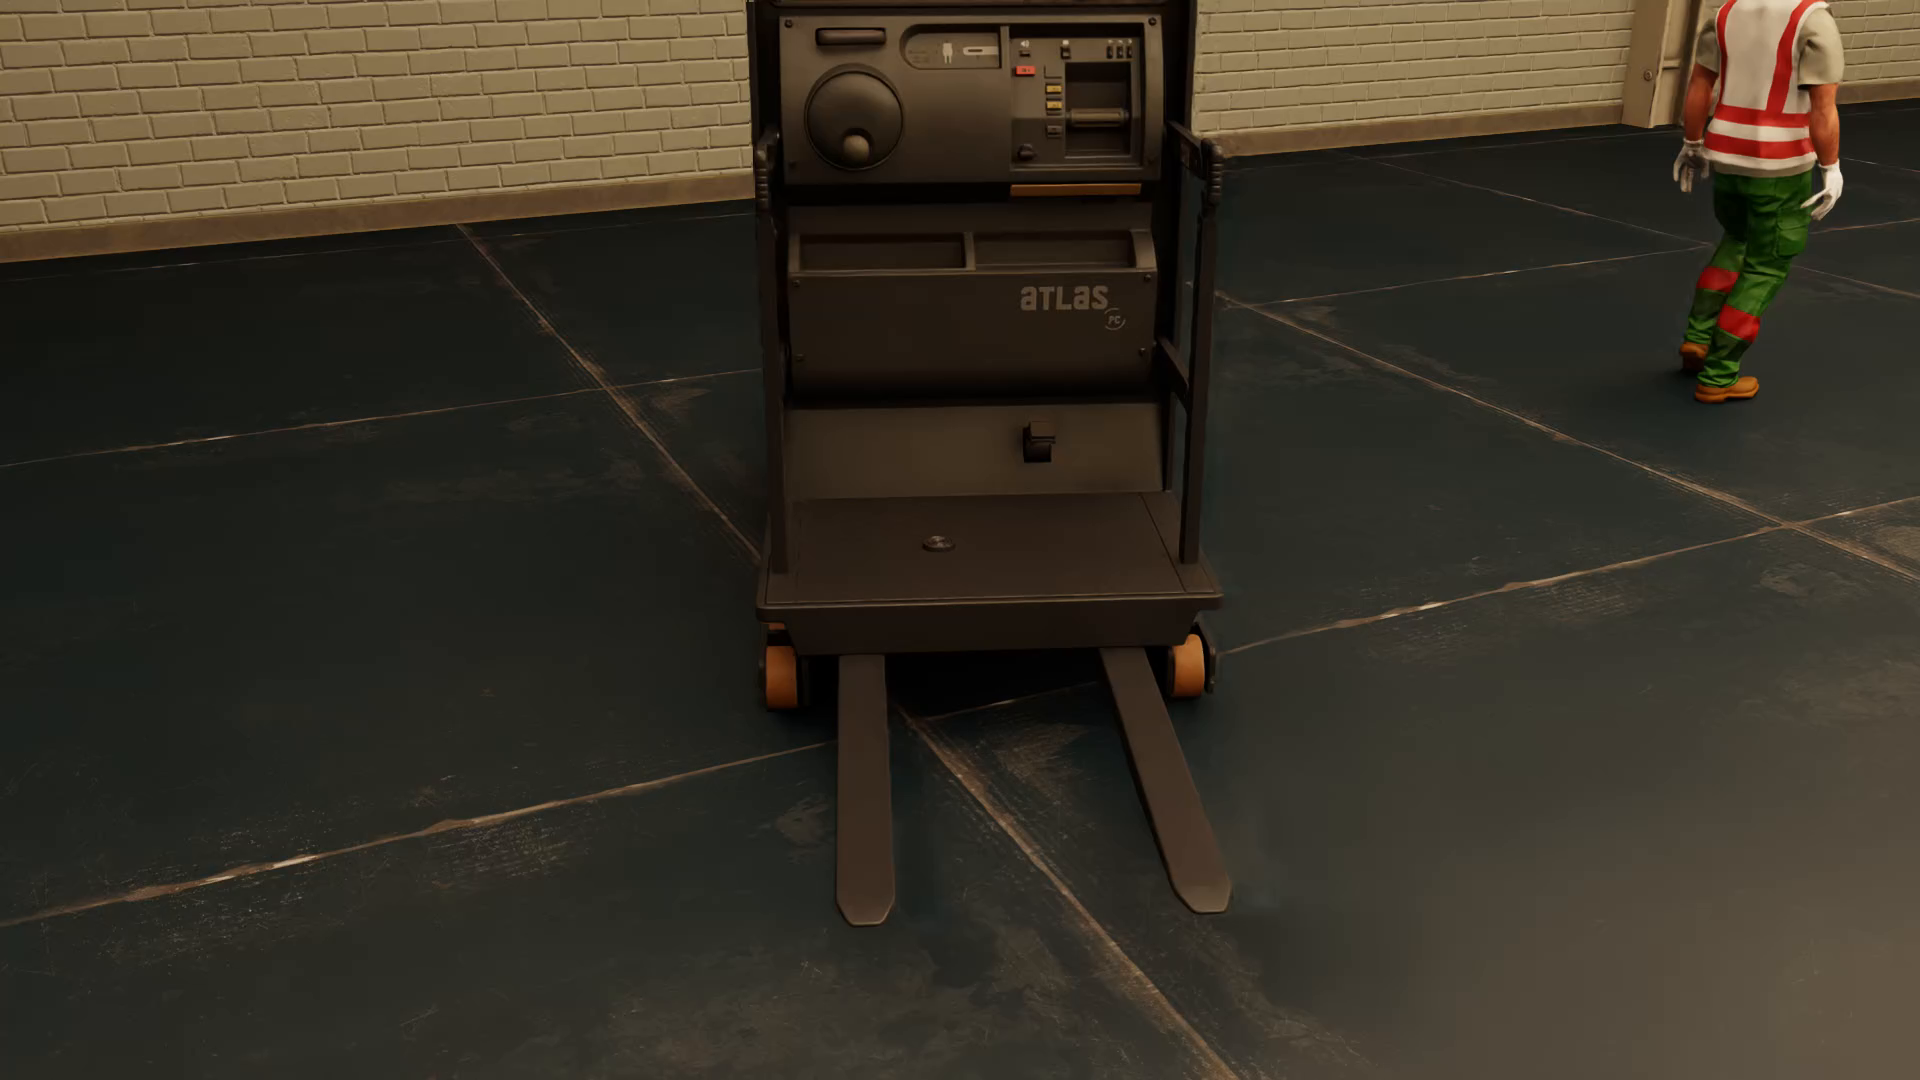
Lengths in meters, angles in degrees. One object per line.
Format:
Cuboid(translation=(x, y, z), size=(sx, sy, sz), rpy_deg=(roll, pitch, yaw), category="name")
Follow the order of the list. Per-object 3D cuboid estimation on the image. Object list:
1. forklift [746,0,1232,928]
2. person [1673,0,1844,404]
Cuboid(translation=(0.046, -1.062, 3.844), size=(1.130, 2.935, 3.031), rpy_deg=(-1, 23, -3), category="forklift")
Cuboid(translation=(3.015, -1.395, 6.209), size=(0.486, 1.801, 0.658), rpy_deg=(-11, 25, -24), category="person")
